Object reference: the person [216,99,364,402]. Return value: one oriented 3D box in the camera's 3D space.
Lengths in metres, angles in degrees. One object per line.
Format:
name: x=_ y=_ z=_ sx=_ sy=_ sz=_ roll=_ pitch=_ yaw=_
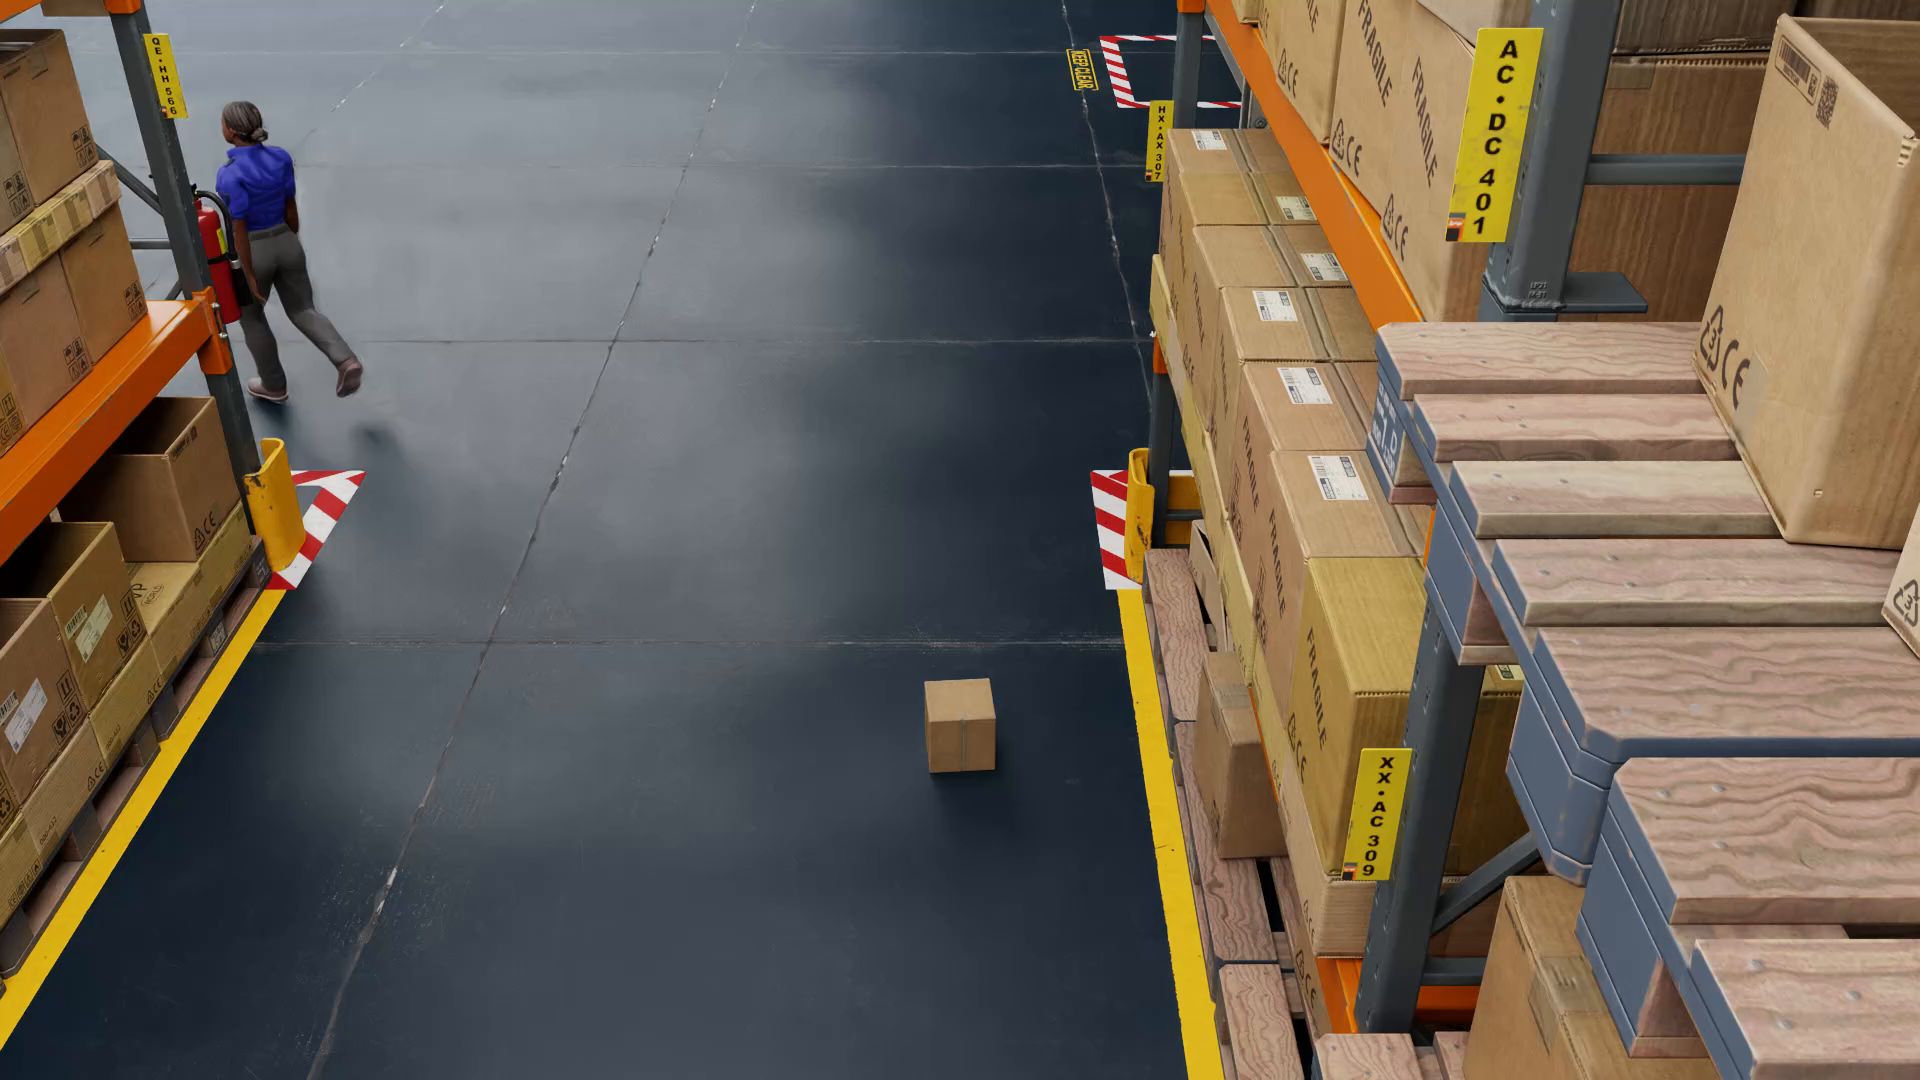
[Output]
person: x=-3.481 y=-1.428 z=8.429 sx=0.769 sy=1.625 sz=0.435 roll=21 pitch=37 yaw=30
